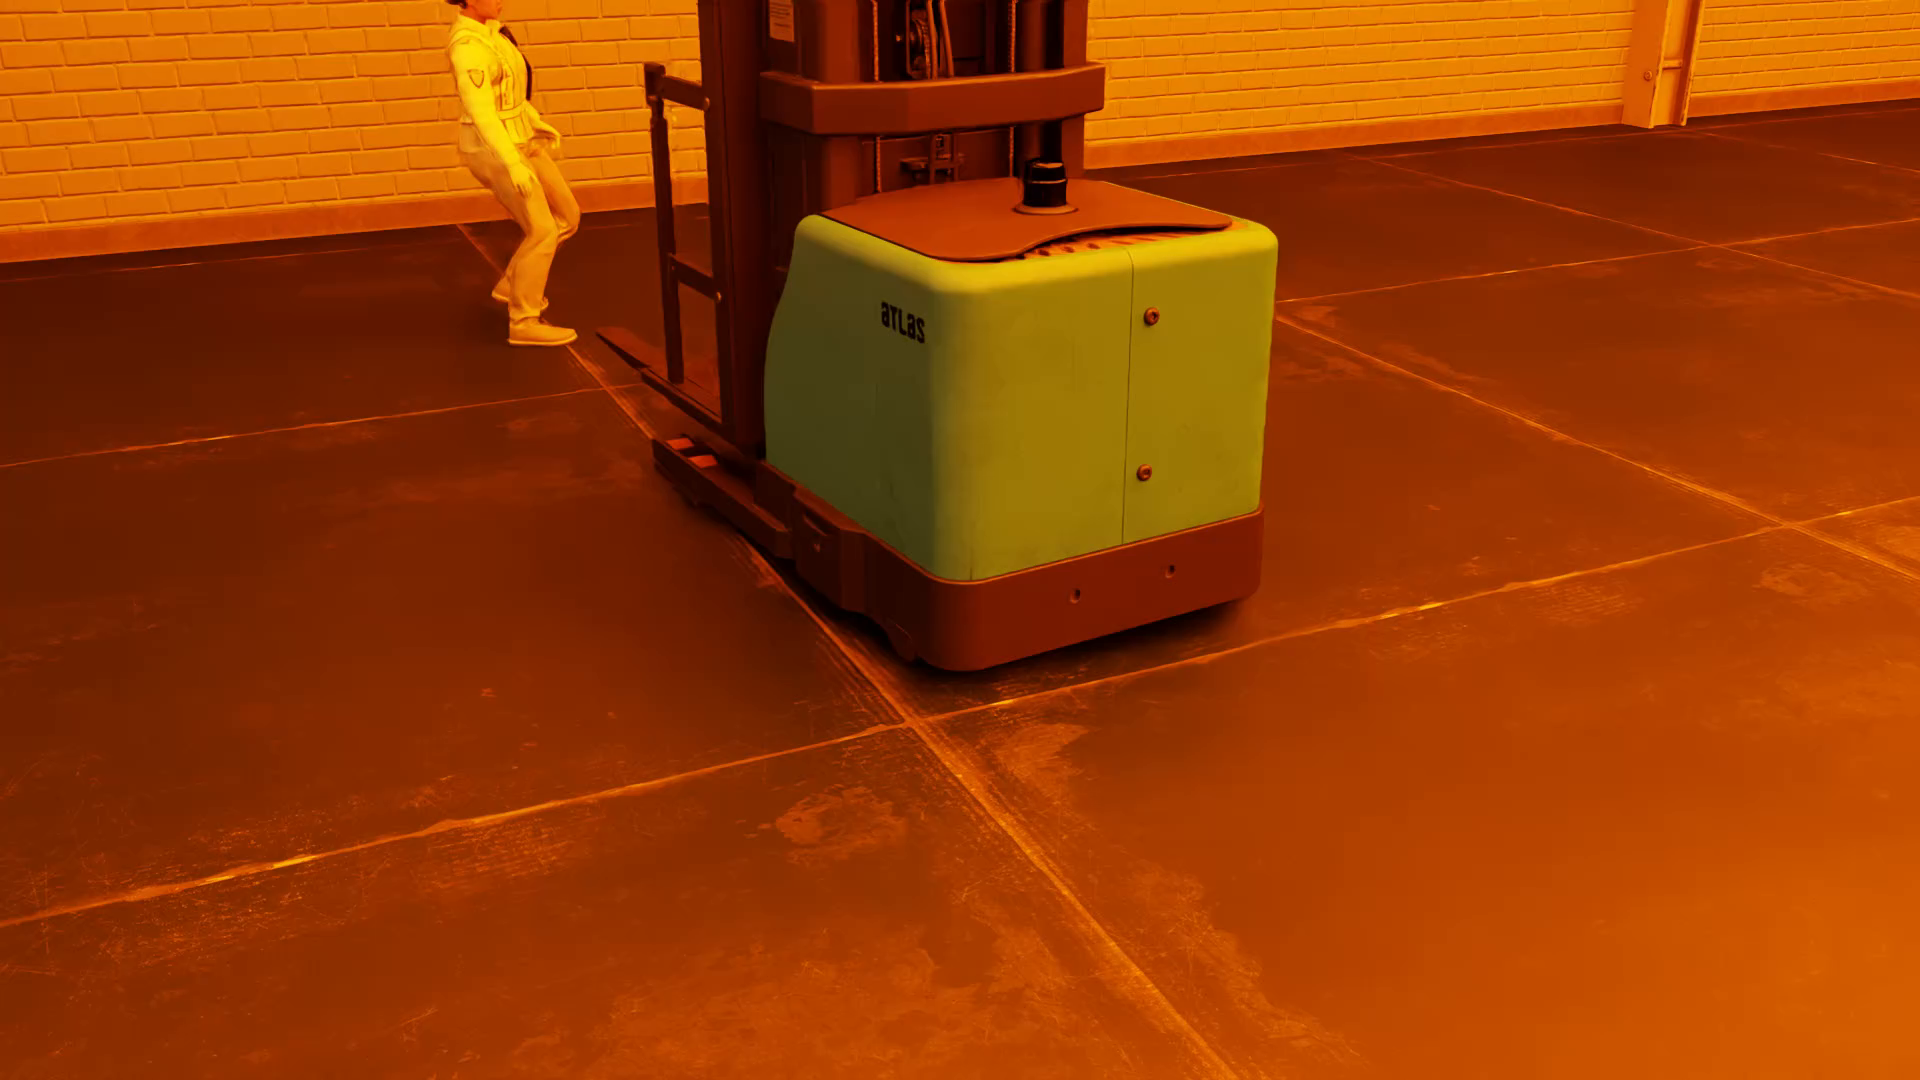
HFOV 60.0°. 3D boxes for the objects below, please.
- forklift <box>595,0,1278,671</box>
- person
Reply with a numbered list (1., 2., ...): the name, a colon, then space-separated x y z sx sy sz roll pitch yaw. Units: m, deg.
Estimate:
1. forklift: -0.362 -1.546 5.007 1.130 2.935 3.031 -13 26 -29
2. person: -1.882 -1.646 7.015 0.470 1.571 0.743 -1 23 -1
